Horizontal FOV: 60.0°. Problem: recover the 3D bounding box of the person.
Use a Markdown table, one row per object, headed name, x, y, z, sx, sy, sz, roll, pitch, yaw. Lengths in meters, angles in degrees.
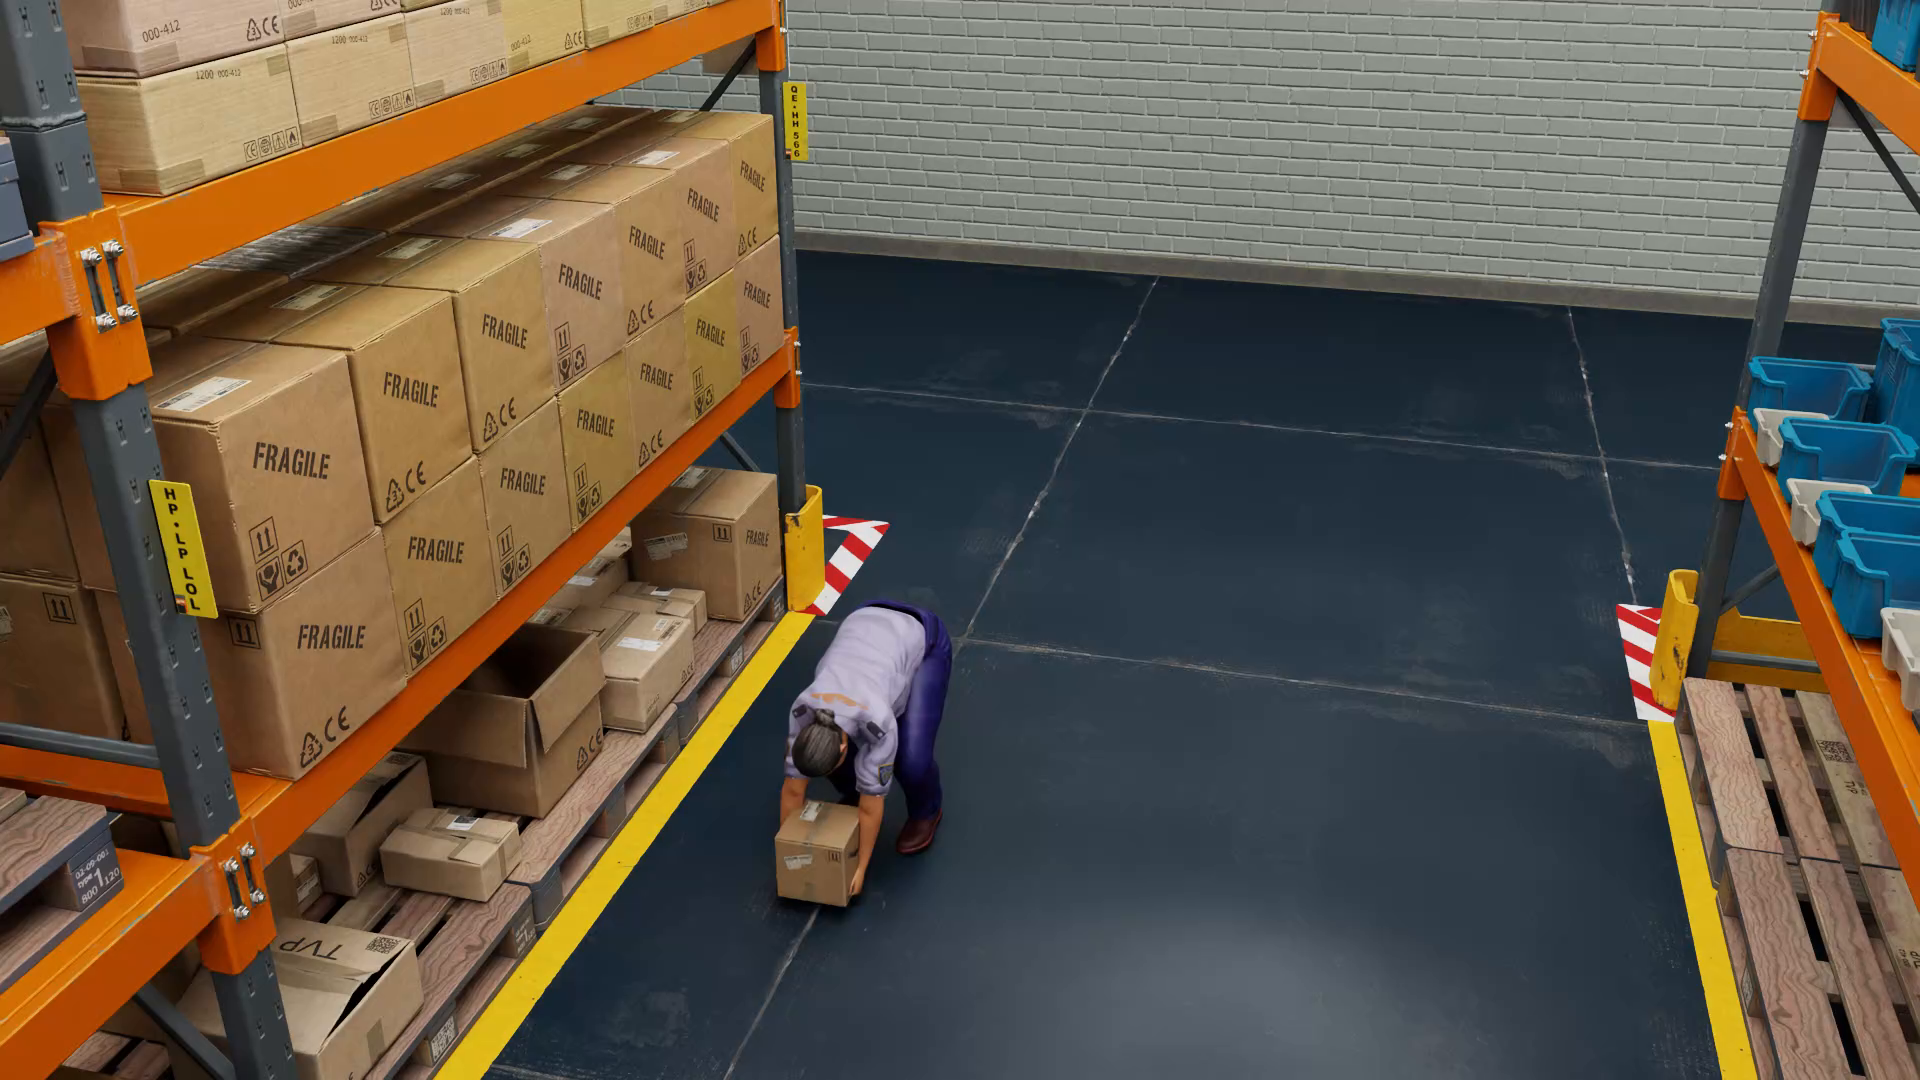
| name | x | y | z | sx | sy | sz | roll | pitch | yaw |
| --- | --- | --- | --- | --- | --- | --- | --- | --- | --- |
| person | -0.344 | 0.741 | 5.964 | 0.515 | 0.881 | 0.898 | 11 | 28 | 22 |
